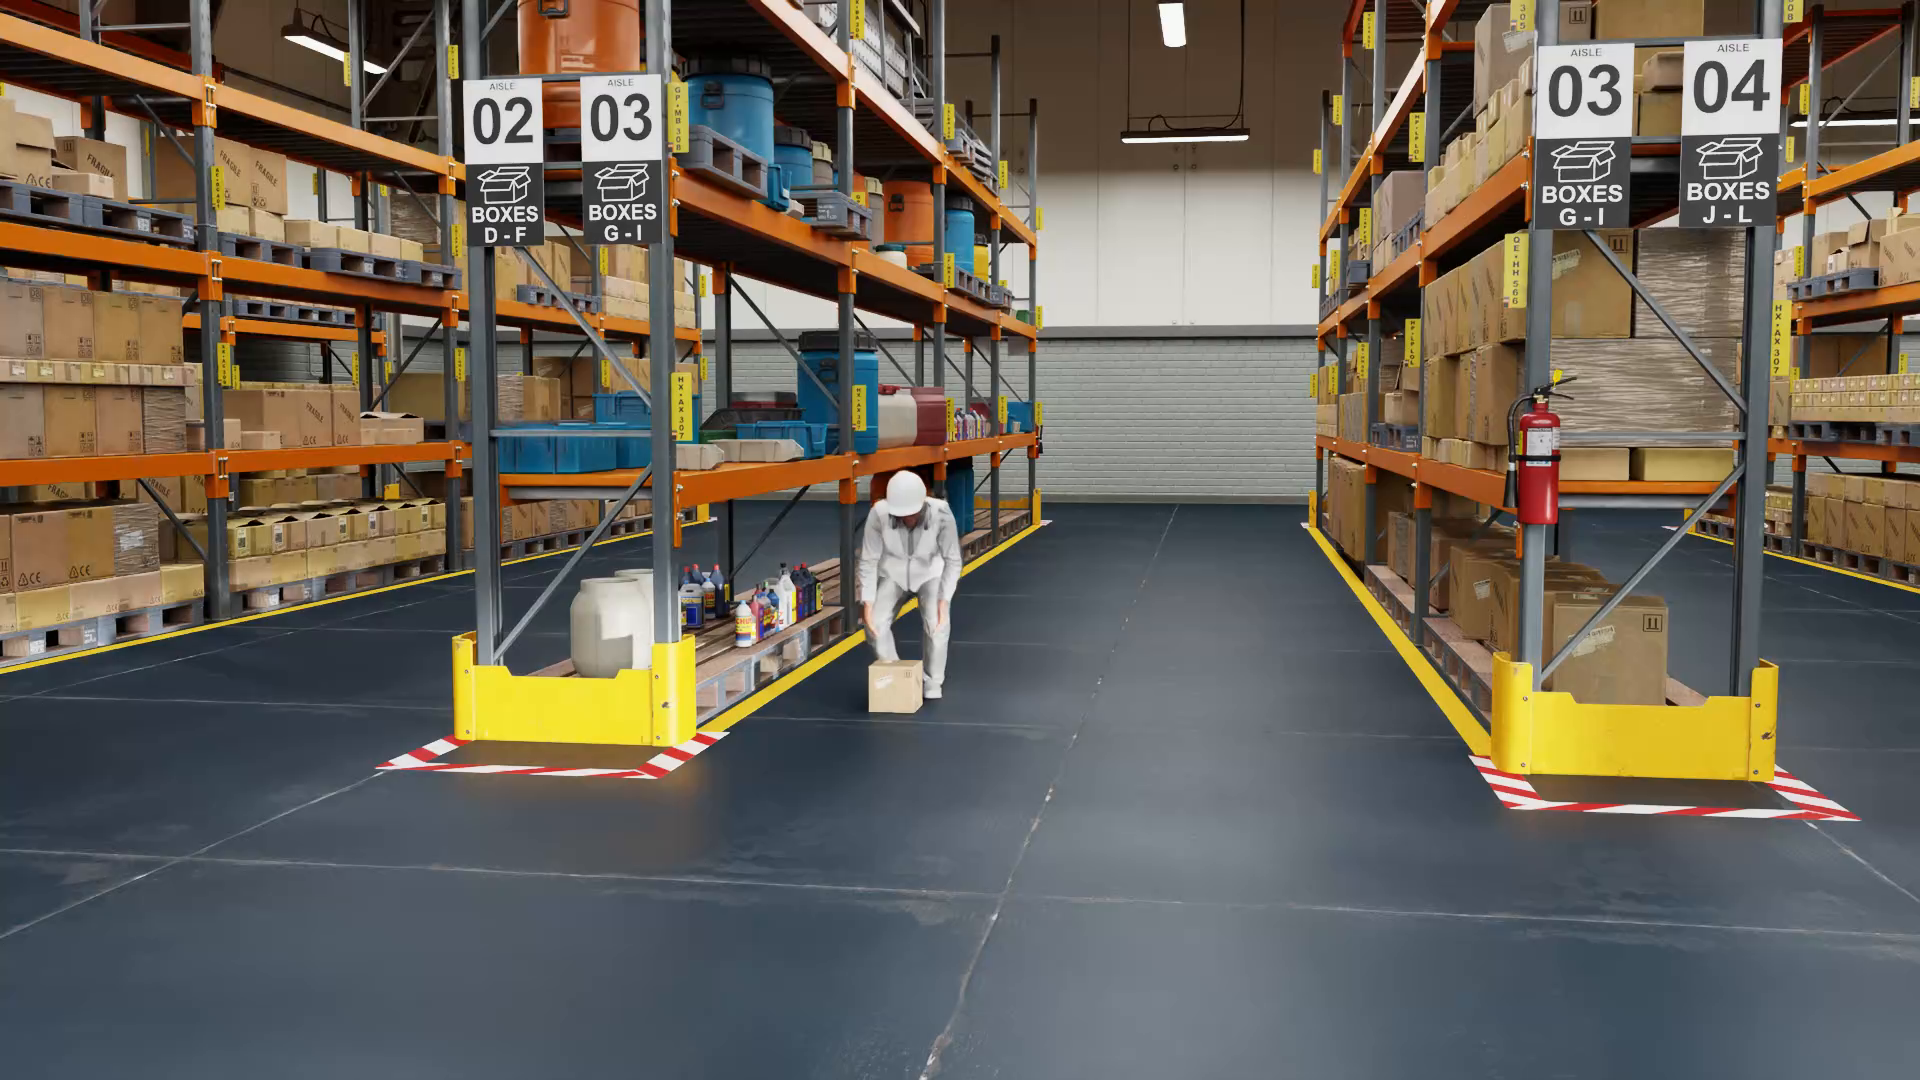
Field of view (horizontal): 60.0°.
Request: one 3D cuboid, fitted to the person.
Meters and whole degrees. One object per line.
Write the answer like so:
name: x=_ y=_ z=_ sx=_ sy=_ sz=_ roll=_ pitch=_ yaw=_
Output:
person: x=-0.260 y=0.246 z=9.383 sx=0.585 sy=1.299 sz=0.823 roll=1 pitch=4 yaw=9
